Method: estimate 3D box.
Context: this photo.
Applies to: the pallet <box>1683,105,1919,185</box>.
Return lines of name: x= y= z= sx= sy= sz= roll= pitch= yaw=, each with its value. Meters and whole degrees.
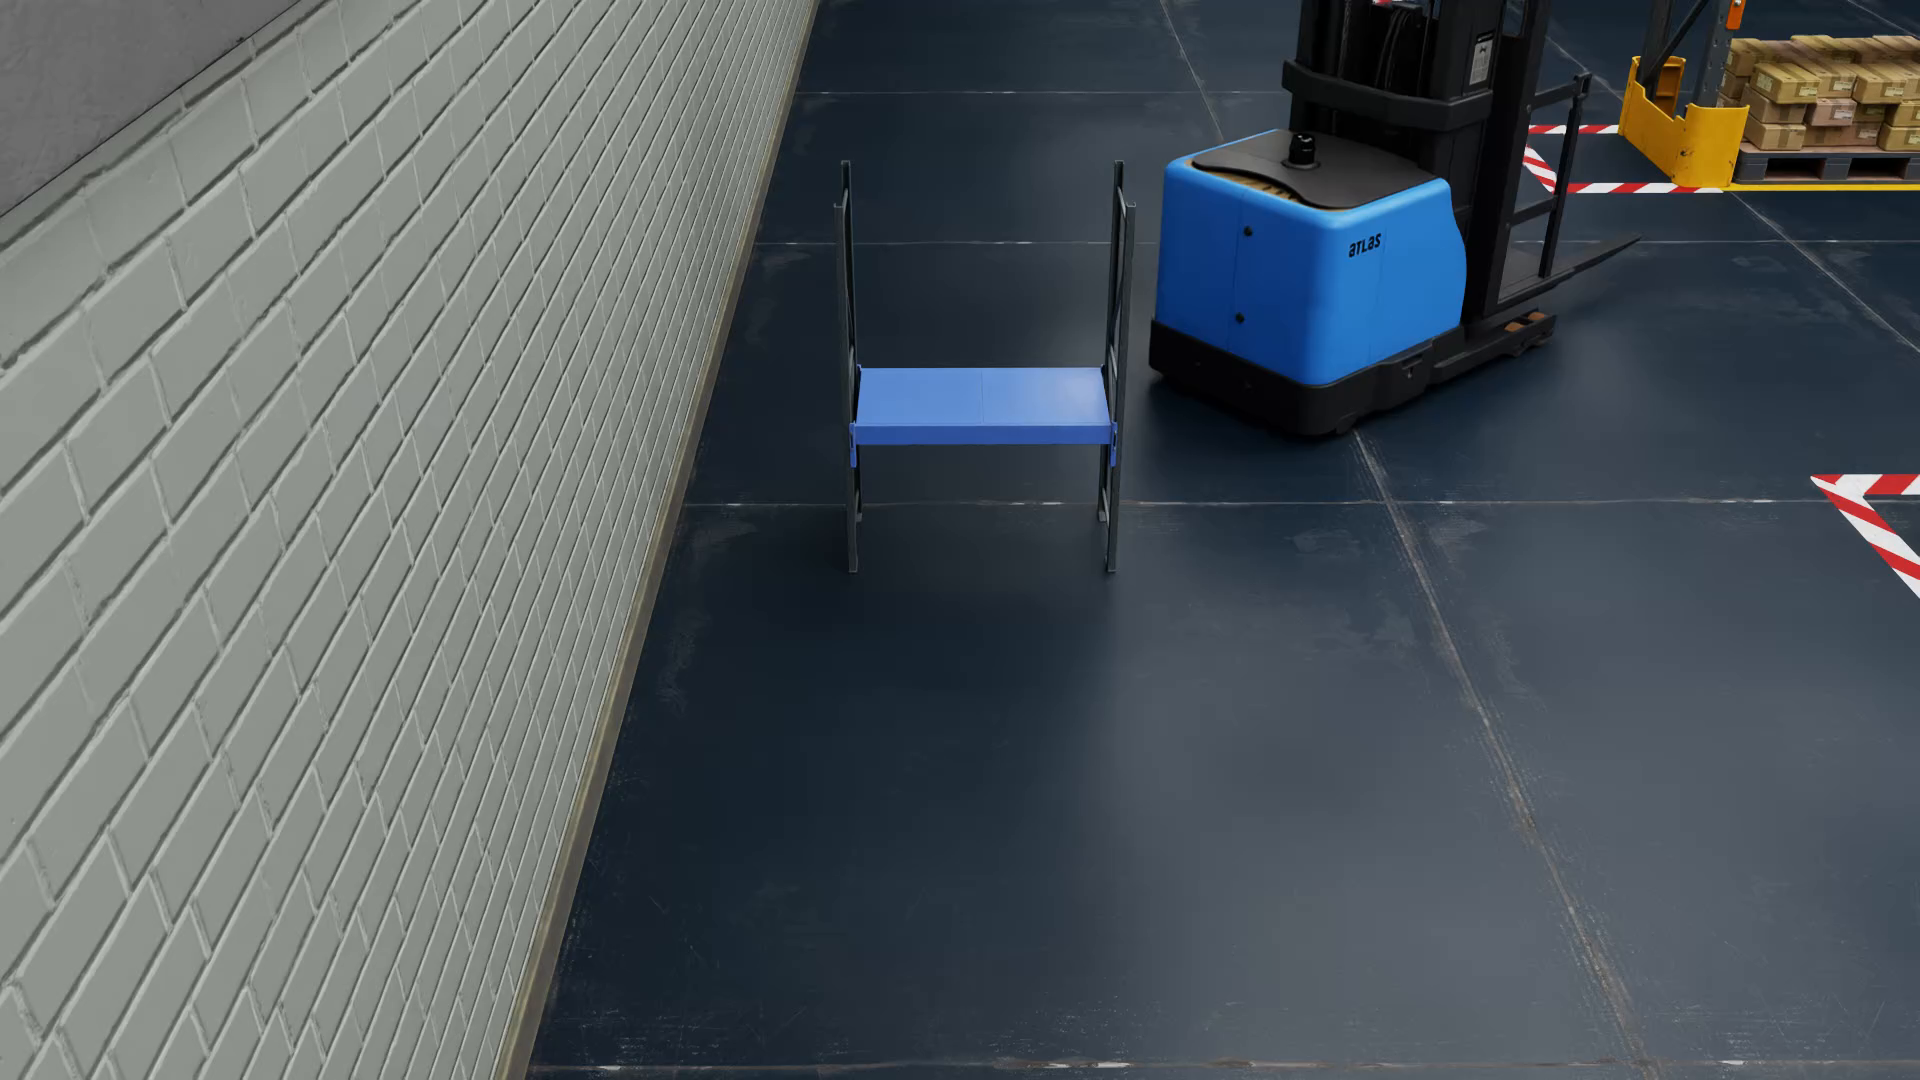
pallet: x=5.463 y=-2.575 z=10.791 sx=1.213 sy=0.211 sz=1.003 roll=0 pitch=31 yaw=0

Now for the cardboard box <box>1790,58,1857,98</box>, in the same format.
cardboard box: x=5.375 y=-2.887 z=10.386 sx=0.250 sy=0.149 sz=0.380 roll=0 pitch=31 yaw=1

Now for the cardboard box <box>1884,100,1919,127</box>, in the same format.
cardboard box: x=5.875 y=-2.702 z=10.369 sx=0.250 sy=0.149 sz=0.380 roll=1 pitch=31 yaw=1

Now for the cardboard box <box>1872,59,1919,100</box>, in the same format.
cardboard box: x=5.876 y=-2.865 z=10.350 sx=0.250 sy=0.149 sz=0.380 roll=-2 pitch=31 yaw=-3

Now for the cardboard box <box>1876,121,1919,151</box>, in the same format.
cardboard box: x=5.866 y=-2.571 z=10.439 sx=0.250 sy=0.149 sz=0.380 roll=0 pitch=31 yaw=0

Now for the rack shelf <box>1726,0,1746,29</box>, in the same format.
rack shelf: x=6.574 y=-3.482 z=10.291 sx=4.000 sy=0.370 sz=1.077 roll=0 pitch=31 yaw=0

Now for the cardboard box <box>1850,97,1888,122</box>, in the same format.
cardboard box: x=5.618 y=-2.758 z=10.460 sx=0.250 sy=0.149 sz=0.380 roll=0 pitch=31 yaw=0

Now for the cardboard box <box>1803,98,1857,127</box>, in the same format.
cardboard box: x=5.374 y=-2.711 z=10.384 sx=0.250 sy=0.149 sz=0.380 roll=0 pitch=31 yaw=-1

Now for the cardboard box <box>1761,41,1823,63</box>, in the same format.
cardboard box: x=5.354 y=-3.102 z=10.742 sx=0.250 sy=0.149 sz=0.380 roll=0 pitch=31 yaw=1

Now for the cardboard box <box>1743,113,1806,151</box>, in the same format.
cardboard box: x=5.100 y=-2.580 z=10.453 sx=0.250 sy=0.149 sz=0.380 roll=0 pitch=31 yaw=1

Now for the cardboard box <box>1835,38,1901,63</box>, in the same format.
cardboard box: x=5.871 y=-3.137 z=10.799 sx=0.250 sy=0.149 sz=0.380 roll=-1 pitch=31 yaw=-2

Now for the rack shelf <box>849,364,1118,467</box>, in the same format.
rack shelf: x=0.085 y=-0.488 z=6.455 sx=1.000 sy=0.185 sz=0.538 roll=0 pitch=31 yaw=0

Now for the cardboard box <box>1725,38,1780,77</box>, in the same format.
cardboard box: x=5.102 y=-3.131 z=10.789 sx=0.250 sy=0.149 sz=0.380 roll=0 pitch=31 yaw=0

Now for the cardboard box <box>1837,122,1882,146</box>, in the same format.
cardboard box: x=5.610 y=-2.627 z=10.532 sx=0.250 sy=0.149 sz=0.380 roll=0 pitch=31 yaw=0

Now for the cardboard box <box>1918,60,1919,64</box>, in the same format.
cardboard box: x=6.153 y=-2.861 z=10.344 sx=0.250 sy=0.149 sz=0.380 roll=1 pitch=31 yaw=2

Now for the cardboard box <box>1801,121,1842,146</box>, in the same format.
cardboard box: x=5.361 y=-2.623 z=10.525 sx=0.250 sy=0.149 sz=0.380 roll=0 pitch=31 yaw=0

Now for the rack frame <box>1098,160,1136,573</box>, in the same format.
rack frame: x=0.594 y=-0.643 z=6.364 sx=0.032 sy=1.500 sz=0.500 roll=0 pitch=31 yaw=0

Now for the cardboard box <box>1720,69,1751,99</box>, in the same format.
cardboard box: x=5.100 y=-3.021 z=10.894 sx=0.250 sy=0.149 sz=0.380 roll=-1 pitch=31 yaw=-2

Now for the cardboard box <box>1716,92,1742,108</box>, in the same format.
cardboard box: x=5.100 y=-2.854 z=10.905 sx=0.250 sy=0.149 sz=0.380 roll=0 pitch=31 yaw=1

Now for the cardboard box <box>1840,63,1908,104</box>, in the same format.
cardboard box: x=5.628 y=-2.821 z=10.278 sx=0.250 sy=0.149 sz=0.380 roll=0 pitch=31 yaw=0

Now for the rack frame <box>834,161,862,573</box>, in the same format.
rack frame: x=-0.423 y=-0.640 z=6.359 sx=0.032 sy=1.500 sz=0.500 roll=0 pitch=31 yaw=0

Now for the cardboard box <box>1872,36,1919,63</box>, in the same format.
cardboard box: x=6.140 y=-3.167 z=10.848 sx=0.250 sy=0.149 sz=0.380 roll=1 pitch=31 yaw=2

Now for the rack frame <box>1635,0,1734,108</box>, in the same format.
rack frame: x=4.574 y=-3.783 z=10.094 sx=0.127 sy=3.000 sz=1.000 roll=0 pitch=31 yaw=0

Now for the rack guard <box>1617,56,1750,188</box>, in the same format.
rack guard: x=4.650 y=-2.715 z=10.742 sx=0.348 sy=0.500 sz=1.175 roll=0 pitch=31 yaw=0

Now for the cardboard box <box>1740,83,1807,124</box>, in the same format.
cardboard box: x=5.100 y=-2.740 z=10.430 sx=0.250 sy=0.149 sz=0.380 roll=1 pitch=31 yaw=2

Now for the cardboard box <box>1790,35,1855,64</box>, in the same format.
cardboard box: x=5.612 y=-3.169 z=10.852 sx=0.250 sy=0.149 sz=0.380 roll=-1 pitch=31 yaw=-1

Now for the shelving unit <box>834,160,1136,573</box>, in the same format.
shelving unit: x=0.085 y=-0.641 z=6.361 sx=1.048 sy=1.500 sz=0.538 roll=0 pitch=31 yaw=0

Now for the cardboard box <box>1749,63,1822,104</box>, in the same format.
cardboard box: x=5.100 y=-2.824 z=10.282 sx=0.250 sy=0.149 sz=0.380 roll=-2 pitch=31 yaw=-3

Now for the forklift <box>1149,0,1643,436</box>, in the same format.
forklift: x=2.356 y=-2.348 z=7.795 sx=3.031 sy=2.935 sz=1.130 roll=-24 pitch=39 yaw=-34
